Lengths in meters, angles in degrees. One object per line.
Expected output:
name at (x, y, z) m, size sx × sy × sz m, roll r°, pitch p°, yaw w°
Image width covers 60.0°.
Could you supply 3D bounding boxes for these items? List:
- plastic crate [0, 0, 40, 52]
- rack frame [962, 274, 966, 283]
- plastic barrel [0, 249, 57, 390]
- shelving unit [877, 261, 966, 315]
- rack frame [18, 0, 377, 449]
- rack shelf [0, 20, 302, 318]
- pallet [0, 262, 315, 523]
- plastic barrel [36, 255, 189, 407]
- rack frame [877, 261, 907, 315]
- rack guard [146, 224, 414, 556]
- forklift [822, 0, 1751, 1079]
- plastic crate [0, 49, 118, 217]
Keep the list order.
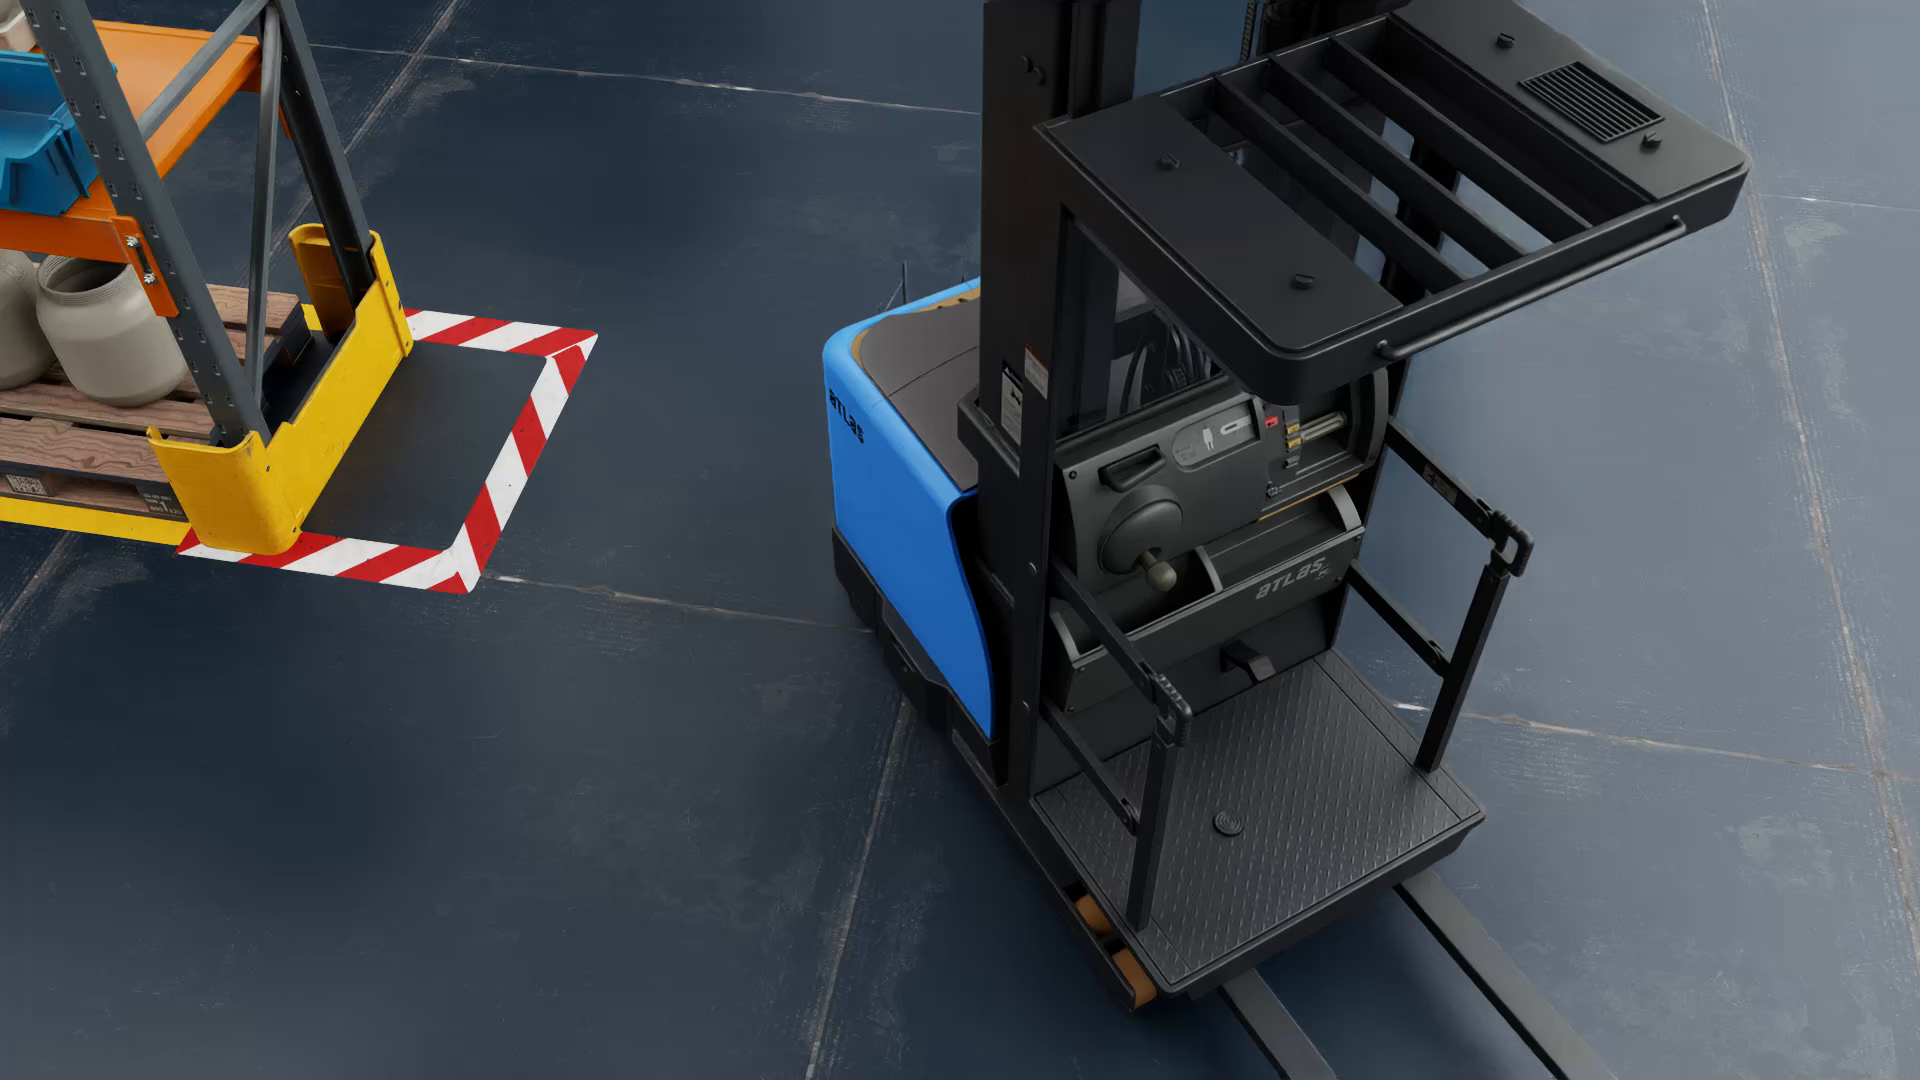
plastic crate at (-3.116, -1.681, 5.421) m, size 0.250 × 0.136 × 0.298 m, roll 8°, pitch 49°, yaw 7°
rack frame at (-0.024, -0.461, 5.559) m, size 0.006 × 0.900 × 0.240 m, roll 15°, pitch 50°, yaw 13°
plastic barrel at (-3.447, -0.822, 5.862) m, size 0.421 × 0.512 × 0.421 m, roll 0°, pitch 48°, yaw 0°
shelving unit at (-0.120, -0.486, 5.582) m, size 0.210 × 0.900 × 0.258 m, roll 15°, pitch 50°, yaw 13°
rack frame at (-2.293, -1.415, 5.005) m, size 0.127 × 3.000 × 1.000 m, roll 8°, pitch 49°, yaw 7°
rack shelf at (-4.261, -1.440, 5.511) m, size 4.000 × 0.370 × 1.077 m, roll 8°, pitch 49°, yaw 7°
pallet at (-3.175, -0.570, 6.121) m, size 1.213 × 0.211 × 1.003 m, roll 8°, pitch 49°, yaw 7°
plastic barrel at (-2.954, -0.755, 5.802) m, size 0.421 × 0.512 × 0.421 m, roll 0°, pitch 48°, yaw 0°
rack frame at (-0.216, -0.512, 5.605) m, size 0.006 × 0.900 × 0.240 m, roll 15°, pitch 50°, yaw 13°
rack guard at (-2.376, -0.556, 5.913) m, size 0.348 × 0.500 × 1.175 m, roll 8°, pitch 49°, yaw 7°
forklift at (0.757, -0.091, 3.861) m, size 1.130 × 2.935 × 3.031 m, roll -23°, pitch 52°, yaw -20°
plastic crate at (-2.839, -1.213, 4.923) m, size 0.616 × 0.251 × 0.499 m, roll 8°, pitch 49°, yaw 7°
